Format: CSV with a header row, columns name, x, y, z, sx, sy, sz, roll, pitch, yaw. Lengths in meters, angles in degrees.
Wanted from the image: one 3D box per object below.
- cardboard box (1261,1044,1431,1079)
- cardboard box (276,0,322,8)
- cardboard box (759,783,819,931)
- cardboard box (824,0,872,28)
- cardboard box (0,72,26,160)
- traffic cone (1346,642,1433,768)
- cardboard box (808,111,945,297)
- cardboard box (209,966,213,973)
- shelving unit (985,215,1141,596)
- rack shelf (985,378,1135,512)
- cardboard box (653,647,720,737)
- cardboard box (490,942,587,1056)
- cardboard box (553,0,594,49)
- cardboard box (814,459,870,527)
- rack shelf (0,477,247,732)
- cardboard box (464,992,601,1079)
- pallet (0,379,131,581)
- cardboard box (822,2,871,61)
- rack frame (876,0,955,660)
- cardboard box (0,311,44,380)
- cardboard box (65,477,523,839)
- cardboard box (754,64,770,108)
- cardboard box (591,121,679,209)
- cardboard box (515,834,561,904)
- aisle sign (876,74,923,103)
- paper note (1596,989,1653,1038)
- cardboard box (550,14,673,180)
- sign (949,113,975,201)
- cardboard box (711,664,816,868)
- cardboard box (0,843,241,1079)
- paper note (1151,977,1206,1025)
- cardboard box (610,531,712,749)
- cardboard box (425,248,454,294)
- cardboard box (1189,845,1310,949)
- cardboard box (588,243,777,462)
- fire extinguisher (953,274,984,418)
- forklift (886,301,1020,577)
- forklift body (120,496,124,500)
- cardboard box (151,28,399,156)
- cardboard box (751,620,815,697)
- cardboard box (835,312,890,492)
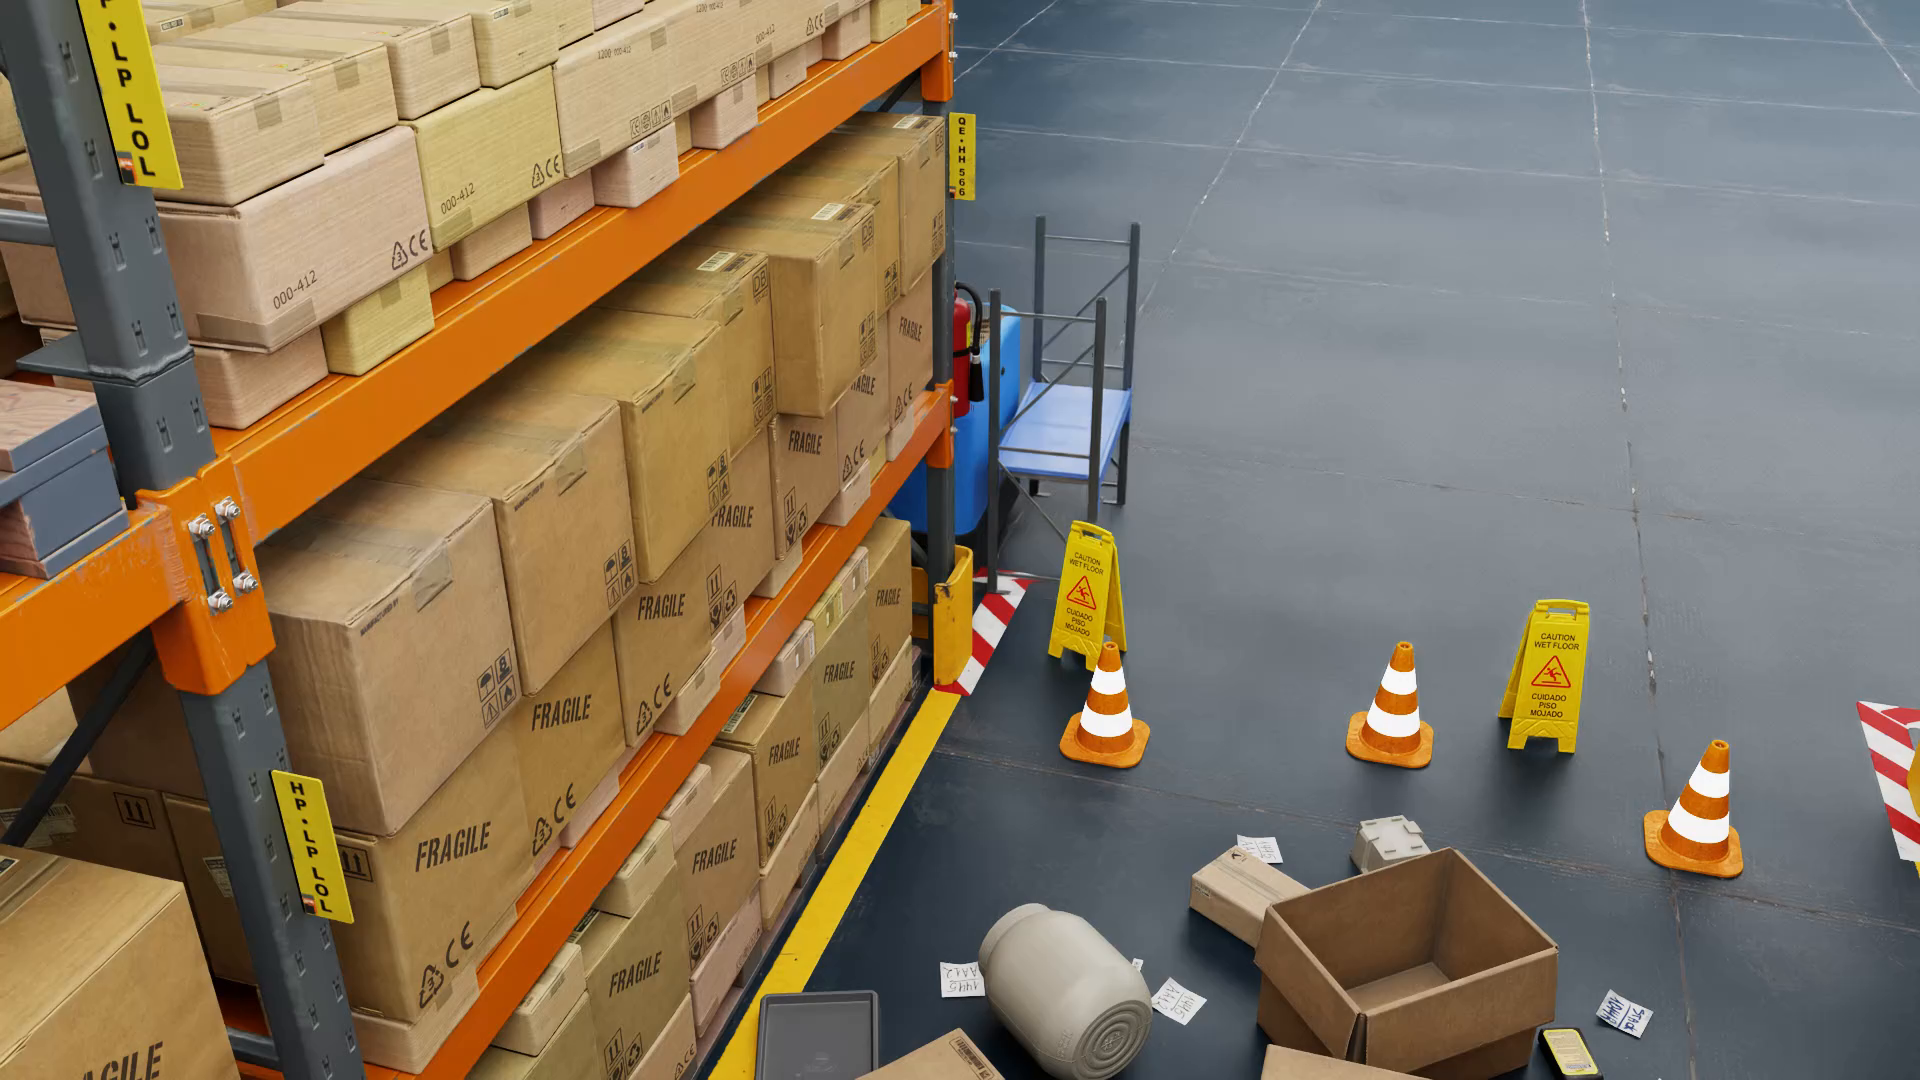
name,x,y,z,sx,sy,sz,roll,pitch,yaw
cardboard box,1.122,1.767,4.416,0.797,0.637,0.503,8,30,15
cardboard box,-1.515,-1.233,3.734,0.380,0.149,0.250,8,30,14
cardboard box,-0.804,1.038,5.695,0.500,0.250,0.500,7,30,13
cardboard box,-0.570,-1.745,5.064,0.500,0.250,0.500,8,30,14
cardboard box,-1.806,-0.747,2.859,0.380,0.149,0.250,9,30,16
traffic cone,1.752,0.615,6.668,0.336,0.463,0.334,8,30,15
cardboard box,-0.457,-1.220,5.920,0.700,0.500,0.500,8,30,14
cardboard box,-1.887,0.898,3.808,0.380,0.149,0.250,8,30,14
shelving unit,0.491,-0.626,7.832,0.538,1.500,1.048,7,30,12
rack shelf,0.491,-0.469,7.919,0.538,0.185,1.000,7,30,12
cardboard box,-0.907,0.397,4.709,0.380,0.149,0.250,9,30,15
cardboard box,-1.165,1.103,4.140,0.380,0.149,0.250,9,30,16
cardboard box,-1.024,-1.155,3.594,0.380,0.149,0.250,7,30,13
cardboard box,-0.532,-0.190,5.764,0.380,0.149,0.250,9,30,16
rack shelf,-2.277,0.914,1.175,1.077,0.370,4.000,8,30,15
cardboard box,-1.259,1.436,4.208,0.500,0.500,0.500,10,31,17
pallet,-1.973,0.024,2.229,1.213,0.211,1.003,8,30,15
cardboard box,-0.506,-1.634,5.275,0.380,0.149,0.250,9,30,16
rack frame,-0.516,-0.878,6.742,1.000,3.000,0.127,8,30,15
cardboard box,-1.889,-0.410,3.075,0.380,0.149,0.250,9,30,15
cardboard box,-1.354,0.197,3.373,0.700,0.500,0.500,8,30,14
cardboard box,-0.756,-1.282,4.642,0.380,0.149,0.250,8,30,13
cardboard box,-0.902,-0.916,3.984,0.380,0.149,0.250,8,30,14
cardboard box,-1.218,0.738,4.097,0.380,0.149,0.250,8,30,15
aisle sign,-0.221,-2.001,6.087,0.394,0.787,0.004,8,30,15
paper note,2.175,1.547,5.439,0.144,0.017,0.142,20,35,32
cardboard box,-0.997,-1.031,3.781,0.500,0.250,0.500,9,30,15
sign,0.009,-1.433,6.225,0.100,0.325,0.005,8,30,15
cardboard box,-0.807,0.699,5.533,0.500,0.500,0.500,8,30,14
cardboard box,-1.606,0.872,2.757,0.500,0.500,0.500,8,30,14
paper note,0.717,1.522,5.495,0.148,0.019,0.142,20,35,32
cardboard box,-1.010,0.175,4.441,0.500,0.500,0.500,8,30,14
cardboard box,-1.267,-0.574,3.370,0.380,0.149,0.250,9,30,15
cardboard box,1.030,1.265,5.823,0.250,0.149,0.380,-24,37,-37
cardboard box,-0.944,-0.522,4.665,0.700,0.500,0.500,8,30,15
fire extinguisher,-0.042,-0.831,6.738,0.296,0.674,0.183,8,30,15
forklift,-1.268,-1.451,7.844,3.031,2.935,1.130,8,30,13
forklift body,-4.075,-0.072,6.166,2.313,2.155,1.214,8,30,15
cardboard box,-1.237,-0.793,2.943,0.380,0.149,0.250,9,30,16
cardboard box,-0.701,0.358,5.479,0.380,0.149,0.250,10,31,17
cardboard box,-0.563,-0.528,5.704,0.500,0.500,0.500,9,30,15
